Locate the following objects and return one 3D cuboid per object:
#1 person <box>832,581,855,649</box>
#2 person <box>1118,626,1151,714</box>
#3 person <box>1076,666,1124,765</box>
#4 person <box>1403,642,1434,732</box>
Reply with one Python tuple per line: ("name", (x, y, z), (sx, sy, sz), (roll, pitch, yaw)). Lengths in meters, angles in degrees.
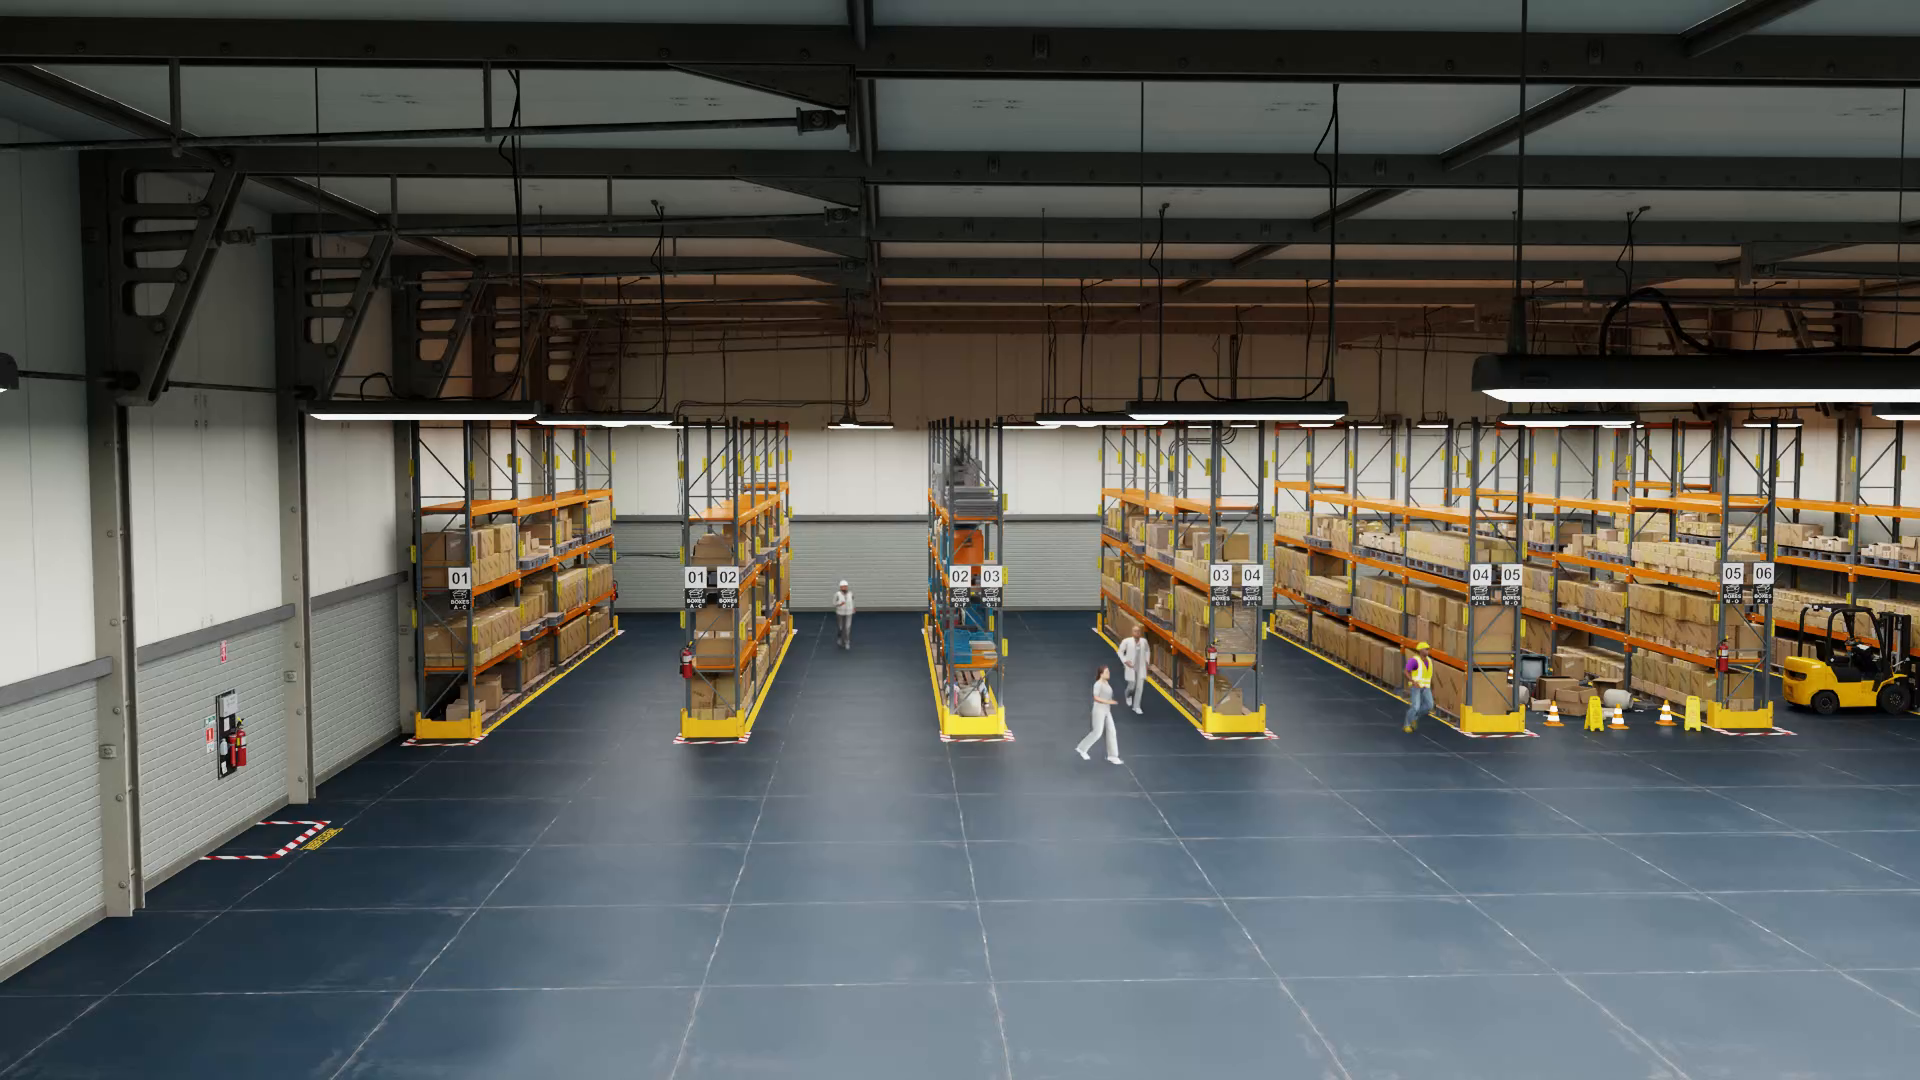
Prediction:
("person", (-3.060, 1.949, 43.821), (0.652, 1.768, 0.969), (-1, 4, -14))
("person", (3.580, 2.633, 34.059), (0.718, 1.760, 0.833), (0, 4, -7))
("person", (2.429, 3.008, 28.750), (0.853, 1.698, 0.583), (2, 4, 29))
("person", (8.806, 2.801, 31.688), (0.762, 1.702, 0.526), (-2, 4, -25))
